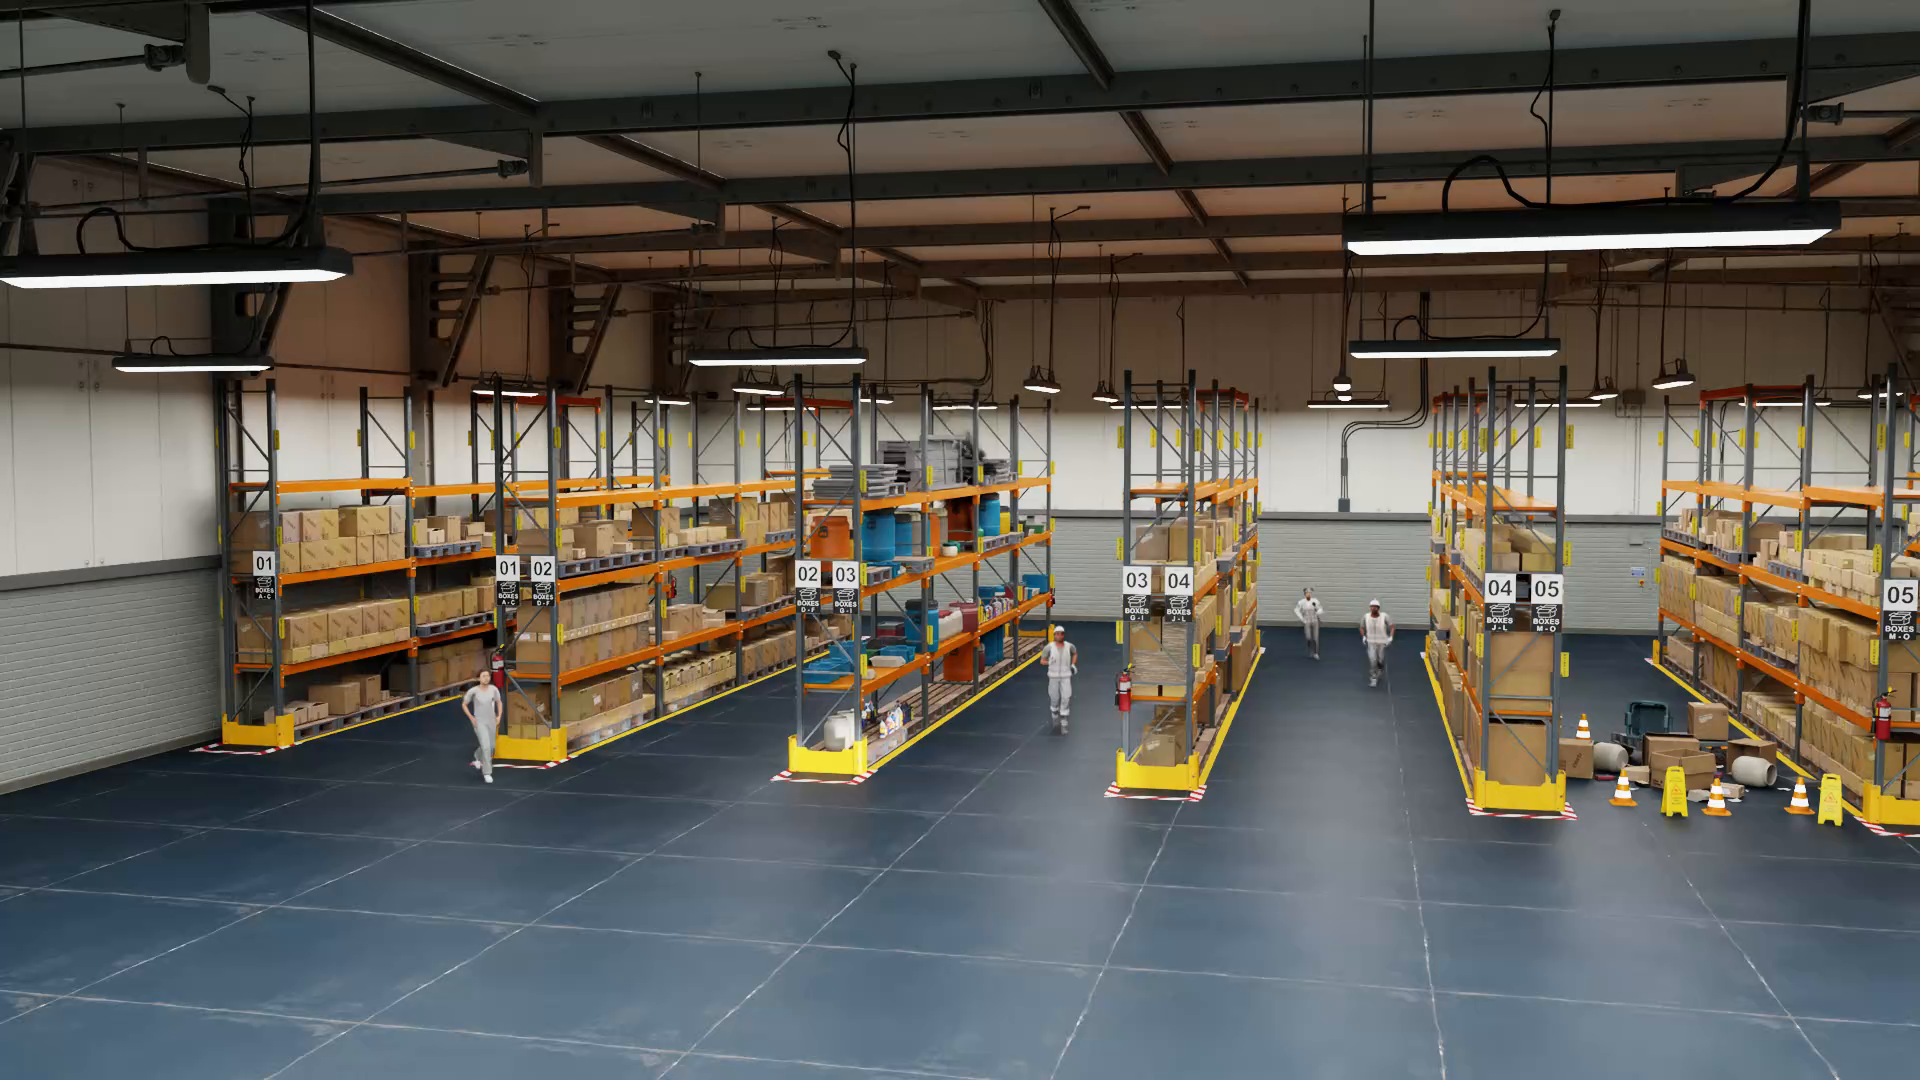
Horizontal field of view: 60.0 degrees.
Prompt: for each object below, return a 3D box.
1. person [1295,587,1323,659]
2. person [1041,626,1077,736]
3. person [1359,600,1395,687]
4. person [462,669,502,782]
[{"bbox_3d":[7.980,1.893,37.971,0.624,1.653,0.599,0,3,7],"label":"person"},{"bbox_3d":[1.696,2.372,28.413,0.644,1.806,0.915,0,3,0],"label":"person"},{"bbox_3d":[8.532,2.097,34.038,0.700,1.759,0.666,1,4,19],"label":"person"},{"bbox_3d":[-7.072,2.716,24.626,0.591,1.653,0.762,-3,4,-39],"label":"person"}]
